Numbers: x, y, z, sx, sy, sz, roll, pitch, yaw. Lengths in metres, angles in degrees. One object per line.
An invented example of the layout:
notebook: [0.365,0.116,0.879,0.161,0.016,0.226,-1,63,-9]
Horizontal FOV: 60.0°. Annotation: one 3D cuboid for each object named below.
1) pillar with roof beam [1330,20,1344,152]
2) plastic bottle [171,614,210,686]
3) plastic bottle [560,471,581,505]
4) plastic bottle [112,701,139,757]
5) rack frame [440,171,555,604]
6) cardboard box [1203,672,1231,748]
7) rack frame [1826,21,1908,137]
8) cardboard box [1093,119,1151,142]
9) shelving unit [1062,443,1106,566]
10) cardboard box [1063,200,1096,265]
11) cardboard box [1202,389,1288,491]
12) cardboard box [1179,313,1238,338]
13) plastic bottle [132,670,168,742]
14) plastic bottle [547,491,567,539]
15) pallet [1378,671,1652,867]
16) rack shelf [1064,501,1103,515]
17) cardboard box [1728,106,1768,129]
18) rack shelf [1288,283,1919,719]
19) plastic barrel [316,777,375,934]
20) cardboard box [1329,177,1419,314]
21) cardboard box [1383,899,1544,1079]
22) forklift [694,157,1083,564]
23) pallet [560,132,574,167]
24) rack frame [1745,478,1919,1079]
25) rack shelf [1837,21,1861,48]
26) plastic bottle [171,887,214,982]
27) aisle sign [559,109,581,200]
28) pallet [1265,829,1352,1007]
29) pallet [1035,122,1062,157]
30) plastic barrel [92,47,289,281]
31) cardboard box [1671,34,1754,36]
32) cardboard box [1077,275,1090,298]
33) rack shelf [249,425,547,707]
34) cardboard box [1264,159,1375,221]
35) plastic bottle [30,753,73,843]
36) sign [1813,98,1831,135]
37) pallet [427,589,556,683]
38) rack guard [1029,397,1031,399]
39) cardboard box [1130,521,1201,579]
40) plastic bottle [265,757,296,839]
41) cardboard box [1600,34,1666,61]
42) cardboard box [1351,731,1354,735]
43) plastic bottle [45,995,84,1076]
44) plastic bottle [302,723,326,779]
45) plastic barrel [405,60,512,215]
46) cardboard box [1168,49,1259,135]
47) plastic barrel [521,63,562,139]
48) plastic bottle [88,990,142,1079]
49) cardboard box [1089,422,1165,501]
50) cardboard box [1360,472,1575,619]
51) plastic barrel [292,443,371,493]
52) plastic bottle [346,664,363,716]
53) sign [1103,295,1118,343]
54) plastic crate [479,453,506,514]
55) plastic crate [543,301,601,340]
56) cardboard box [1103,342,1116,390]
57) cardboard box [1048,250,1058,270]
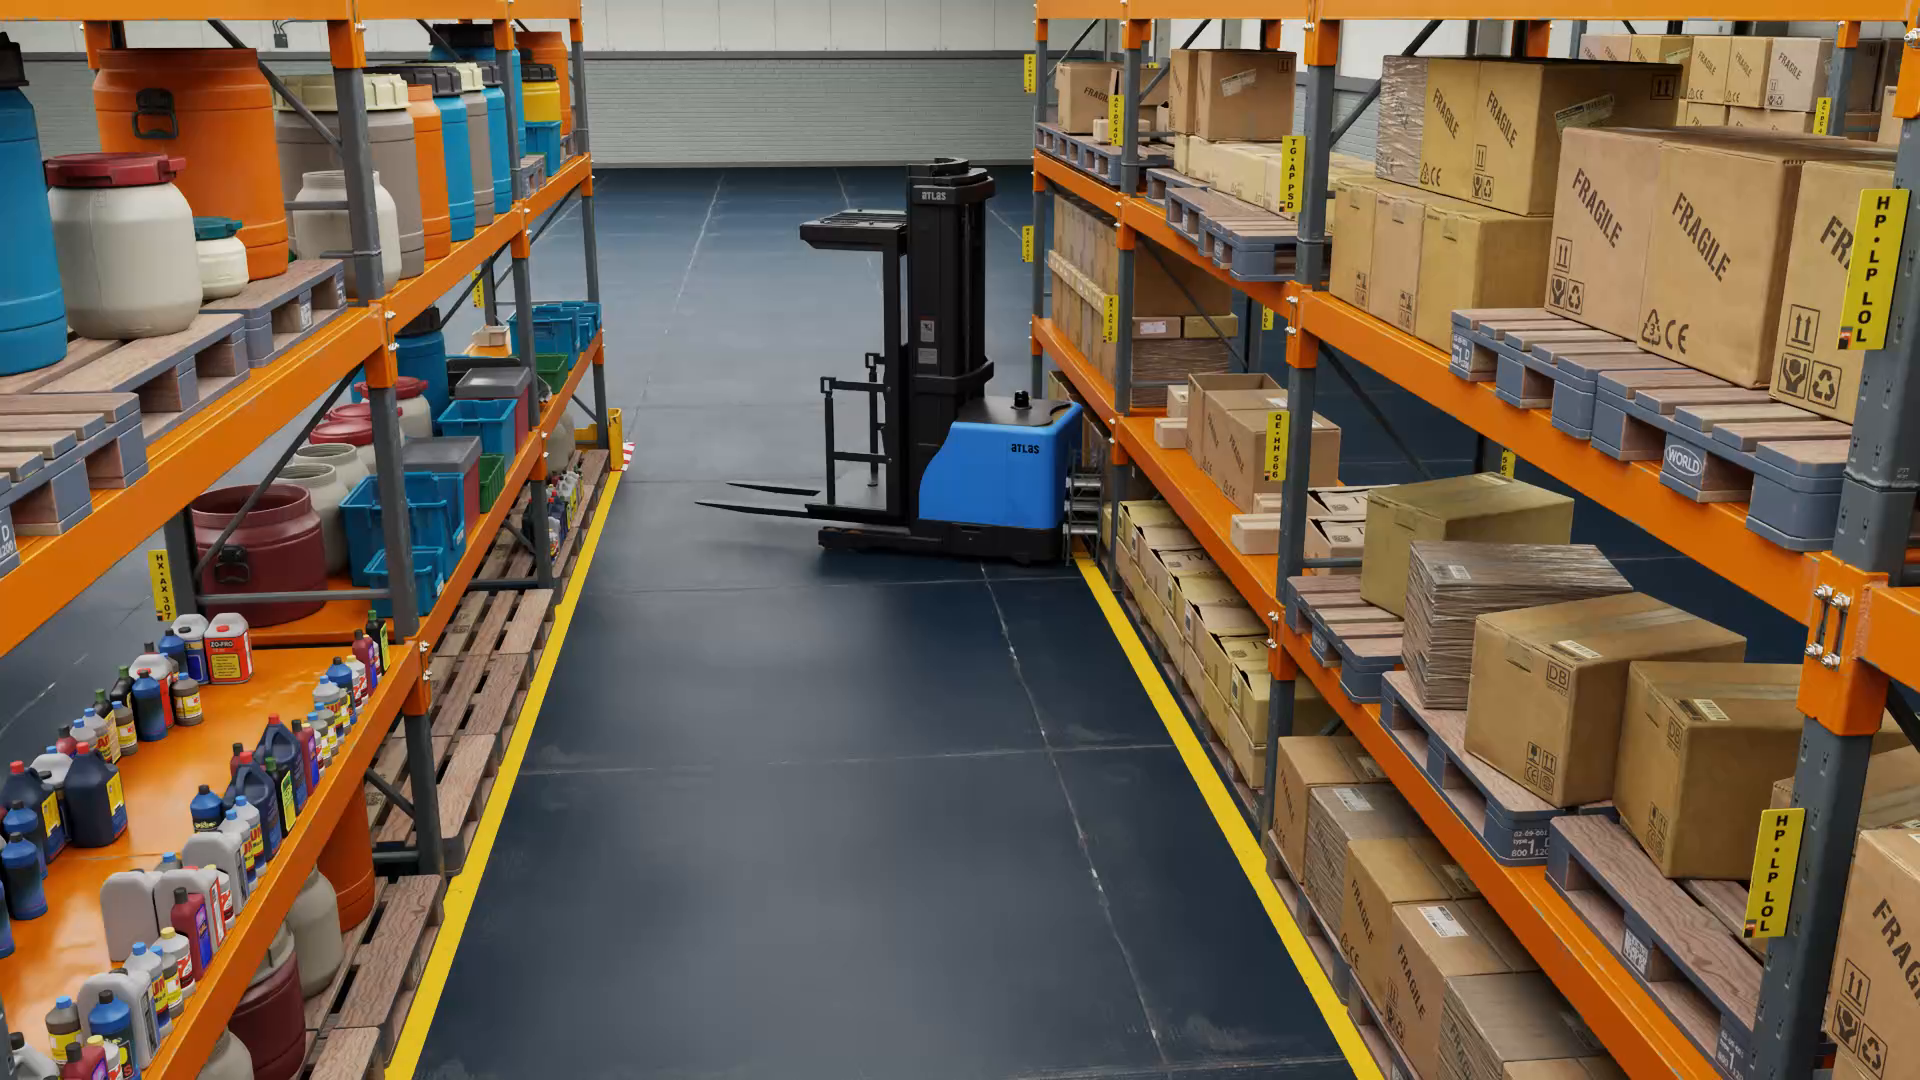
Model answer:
pillar with roof beam: [1.514,-8.554,25.400,9.100,9.000,0.400,-2,18,-6]
plastic bottle: [-3.205,0.456,6.923,0.152,0.276,0.135,-2,18,-6]
plastic bottle: [-3.129,-0.426,13.339,0.152,0.276,0.135,-2,18,-5]
plastic bottle: [-3.158,0.705,6.256,0.097,0.201,0.097,0,17,0]
rack frame: [-3.340,-0.934,11.143,1.000,3.000,0.127,-2,18,-6]
cardboard box: [1.646,0.915,9.144,0.500,0.250,0.500,-2,18,-6]
rack frame: [6.514,-4.102,11.219,1.000,3.000,0.127,-2,18,-6]
cardboard box: [1.191,-3.015,12.249,0.380,0.149,0.250,-2,18,-6]
shelving unit: [0.925,-0.265,12.476,0.258,0.900,0.210,1,15,-7]
cardboard box: [1.275,-2.632,14.220,0.700,0.500,0.500,-2,18,-7]
cardboard box: [1.756,-0.598,9.906,0.500,0.500,0.500,-2,18,-6]
cardboard box: [1.752,-1.529,11.789,0.380,0.149,0.250,-2,18,-6]
plastic bottle: [-3.112,0.630,6.378,0.097,0.271,0.097,0,17,0]
plastic bottle: [-3.030,-0.189,12.460,0.144,0.351,0.185,-3,18,-8]
pallet: [2.205,0.777,6.014,1.003,0.211,1.213,-2,18,-6]
rack shelf: [0.924,-0.232,12.484,0.258,0.077,0.200,1,15,-7]
cardboard box: [6.177,-3.022,12.587,0.500,0.500,0.500,-3,18,-10]
rack shelf: [2.206,-0.386,5.591,1.077,0.370,4.000,-2,18,-6]
plastic barrel: [-2.860,1.238,7.146,0.600,0.830,0.708,-2,18,-6]
cardboard box: [2.078,-1.244,6.956,0.910,0.500,0.500,-2,18,-6]
cardboard box: [1.928,1.694,6.212,0.500,0.500,0.500,-2,18,-8]
forklift: [-0.598,-1.453,12.911,3.031,2.935,1.130,5,18,16]
pallet: [-3.765,-3.217,13.723,1.003,0.211,1.213,-2,18,-6]
rack frame: [2.412,1.298,4.035,1.000,3.000,0.127,-2,18,-6]
rack shelf: [6.720,-2.972,9.489,1.077,0.370,4.000,-2,18,-6]
plastic bottle: [-2.220,1.119,4.801,0.061,0.283,0.133,-2,18,-6]
aisle sign: [-3.465,-3.396,14.647,0.394,0.787,0.004,-2,18,-6]
pallet: [2.039,1.660,7.536,1.003,0.211,1.213,-2,18,-6]
pallet: [1.222,-3.455,14.313,1.003,0.211,1.213,-2,18,-6]
plastic barrel: [-2.872,-1.409,6.231,0.600,0.830,0.708,-2,18,-6]
cardboard box: [6.473,-4.114,14.397,0.500,0.500,0.500,-1,17,-2]
cardboard box: [1.158,-2.053,13.458,0.380,0.149,0.250,-2,18,-5]
rack shelf: [-3.134,0.006,9.353,1.077,0.370,4.000,-2,18,-6]
cardboard box: [1.825,-1.743,8.262,0.500,0.250,0.500,-1,17,-4]
plastic bottle: [-3.062,0.869,5.607,0.152,0.276,0.135,-2,18,-6]
sign: [5.975,-2.898,11.530,0.100,0.325,0.005,-2,18,-6]
pallet: [-3.221,0.630,10.819,1.003,0.211,1.213,-2,18,-6]
rack guard: [1.172,-1.092,15.820,1.175,0.500,0.348,-2,18,-6]
cardboard box: [1.428,0.039,10.999,0.500,0.311,0.500,-2,18,-6]
plastic bottle: [-2.311,0.857,5.636,0.061,0.283,0.133,-2,18,-6]
cardboard box: [5.901,-4.123,14.426,0.500,0.500,0.500,-2,18,-6]
cardboard box: [2.238,0.785,8.622,0.500,0.311,0.500,-1,17,-4]
plastic bottle: [-2.344,1.295,4.375,0.097,0.201,0.097,0,17,0]
plastic bottle: [-2.374,0.767,6.058,0.097,0.201,0.097,0,17,0]
plastic barrel: [-3.072,-2.459,10.157,0.600,0.901,0.708,-2,18,-6]
cardboard box: [1.611,-2.818,10.435,0.500,0.500,0.500,-2,17,-5]
plastic barrel: [-3.509,-3.511,13.329,0.600,0.588,0.600,0,17,0]
plastic bottle: [-2.182,1.286,4.287,0.097,0.271,0.097,0,17,0]
cardboard box: [1.282,-0.612,12.758,0.500,0.500,0.500,-2,18,-6]
cardboard box: [2.177,0.042,7.166,0.700,0.500,0.500,-8,19,-24]
plastic barrel: [-3.290,-0.221,8.685,0.421,0.512,0.421,0,17,0]
plastic bottle: [-2.434,0.593,6.612,0.097,0.201,0.097,0,17,0]
sign: [1.035,-1.519,11.429,0.100,0.325,0.005,-2,18,-6]
plastic crate: [-2.880,-0.322,9.550,0.450,0.188,0.662,-2,18,-6]
plastic crate: [-3.404,-1.914,14.516,0.499,0.251,0.616,-2,18,-6]
cardboard box: [1.474,-1.422,12.532,0.700,0.500,0.500,-2,18,-6]
cardboard box: [1.001,-2.511,14.917,0.380,0.149,0.250,-2,18,-6]
